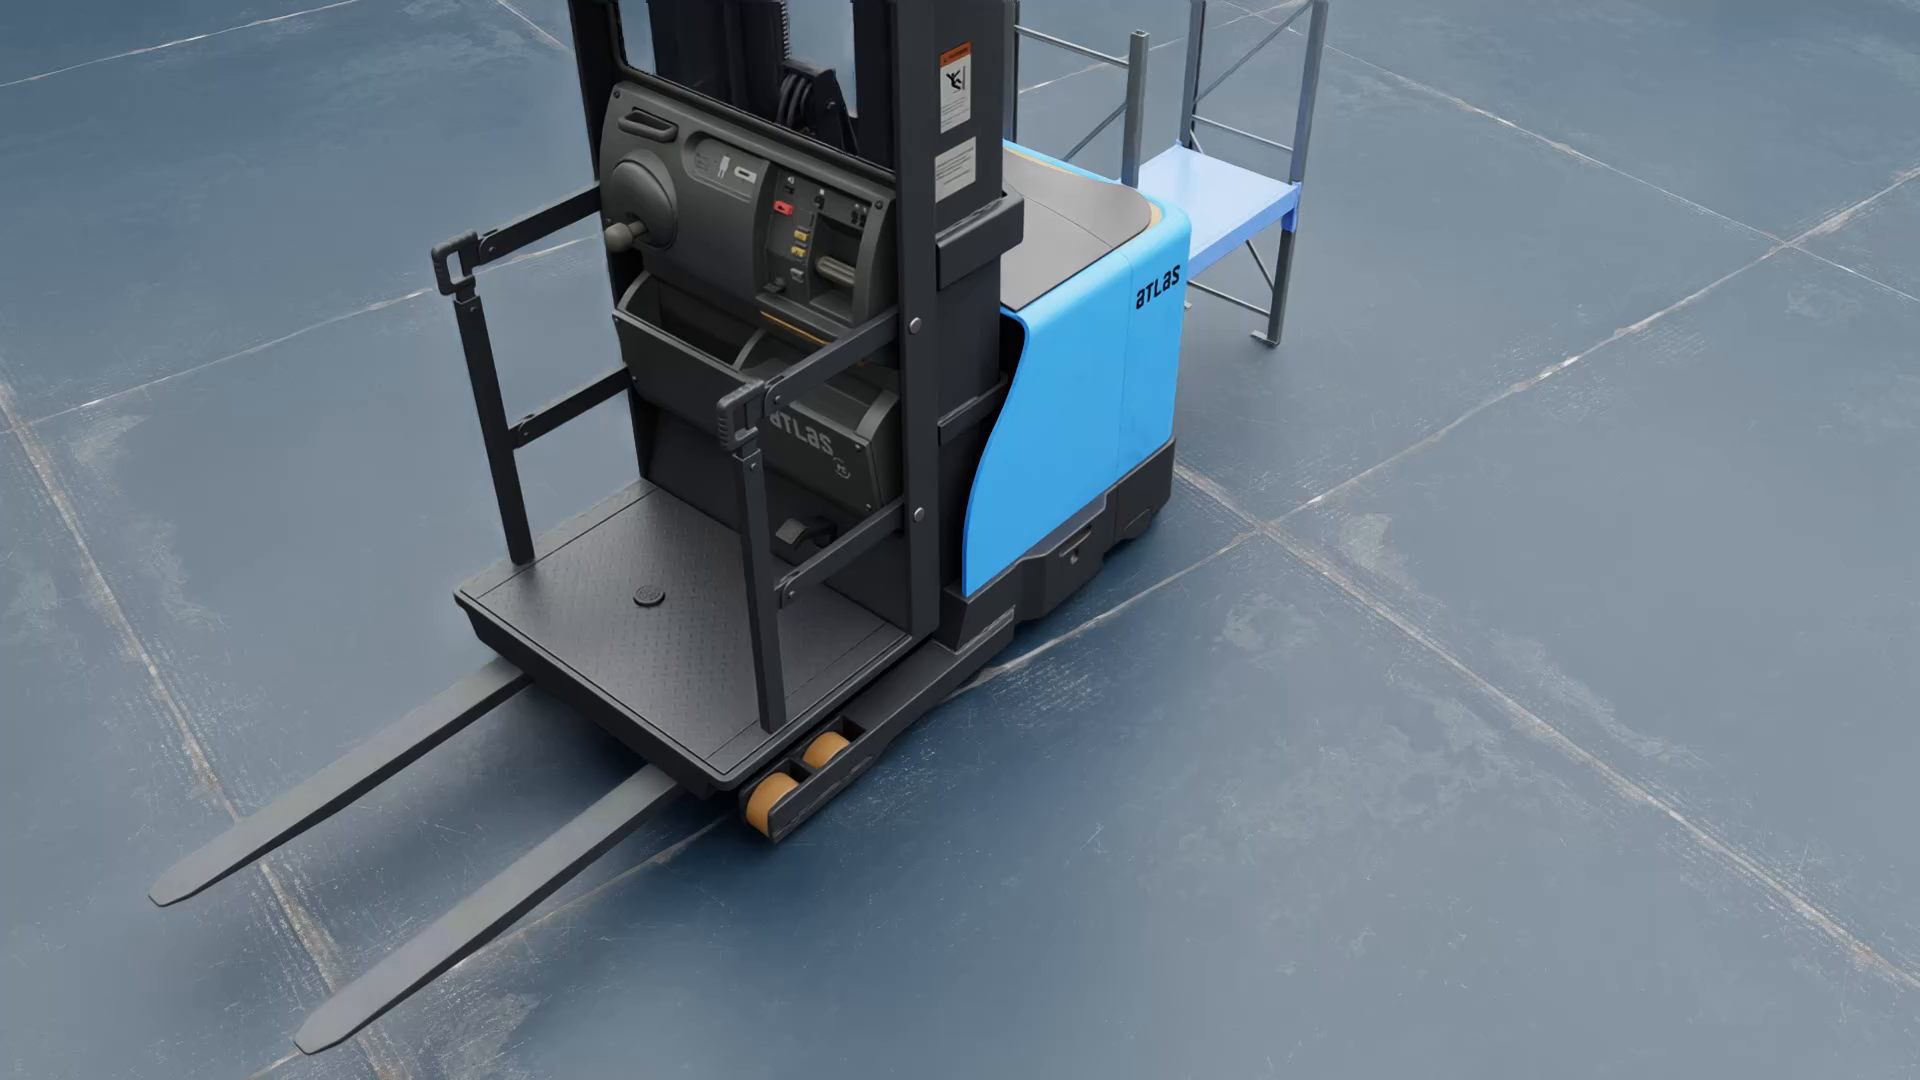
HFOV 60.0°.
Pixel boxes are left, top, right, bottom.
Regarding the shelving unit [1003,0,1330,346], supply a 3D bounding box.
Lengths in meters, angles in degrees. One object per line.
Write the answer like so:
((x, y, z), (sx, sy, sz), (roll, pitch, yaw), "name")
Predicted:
((0.654, -1.159, 5.480), (0.538, 1.500, 1.048), (28, 47, 30), "shelving unit")

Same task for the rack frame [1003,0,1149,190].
((0.324, -0.914, 5.181), (0.500, 1.500, 0.032), (28, 47, 30), "rack frame")

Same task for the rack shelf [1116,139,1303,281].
((0.654, -1.020, 5.594), (0.538, 0.185, 1.000), (28, 47, 30), "rack shelf")

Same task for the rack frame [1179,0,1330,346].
((0.984, -1.404, 5.779), (0.500, 1.500, 0.032), (28, 47, 30), "rack frame")

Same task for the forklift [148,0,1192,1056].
((-0.666, -0.726, 3.824), (1.130, 2.935, 3.031), (28, 47, 30), "forklift")
